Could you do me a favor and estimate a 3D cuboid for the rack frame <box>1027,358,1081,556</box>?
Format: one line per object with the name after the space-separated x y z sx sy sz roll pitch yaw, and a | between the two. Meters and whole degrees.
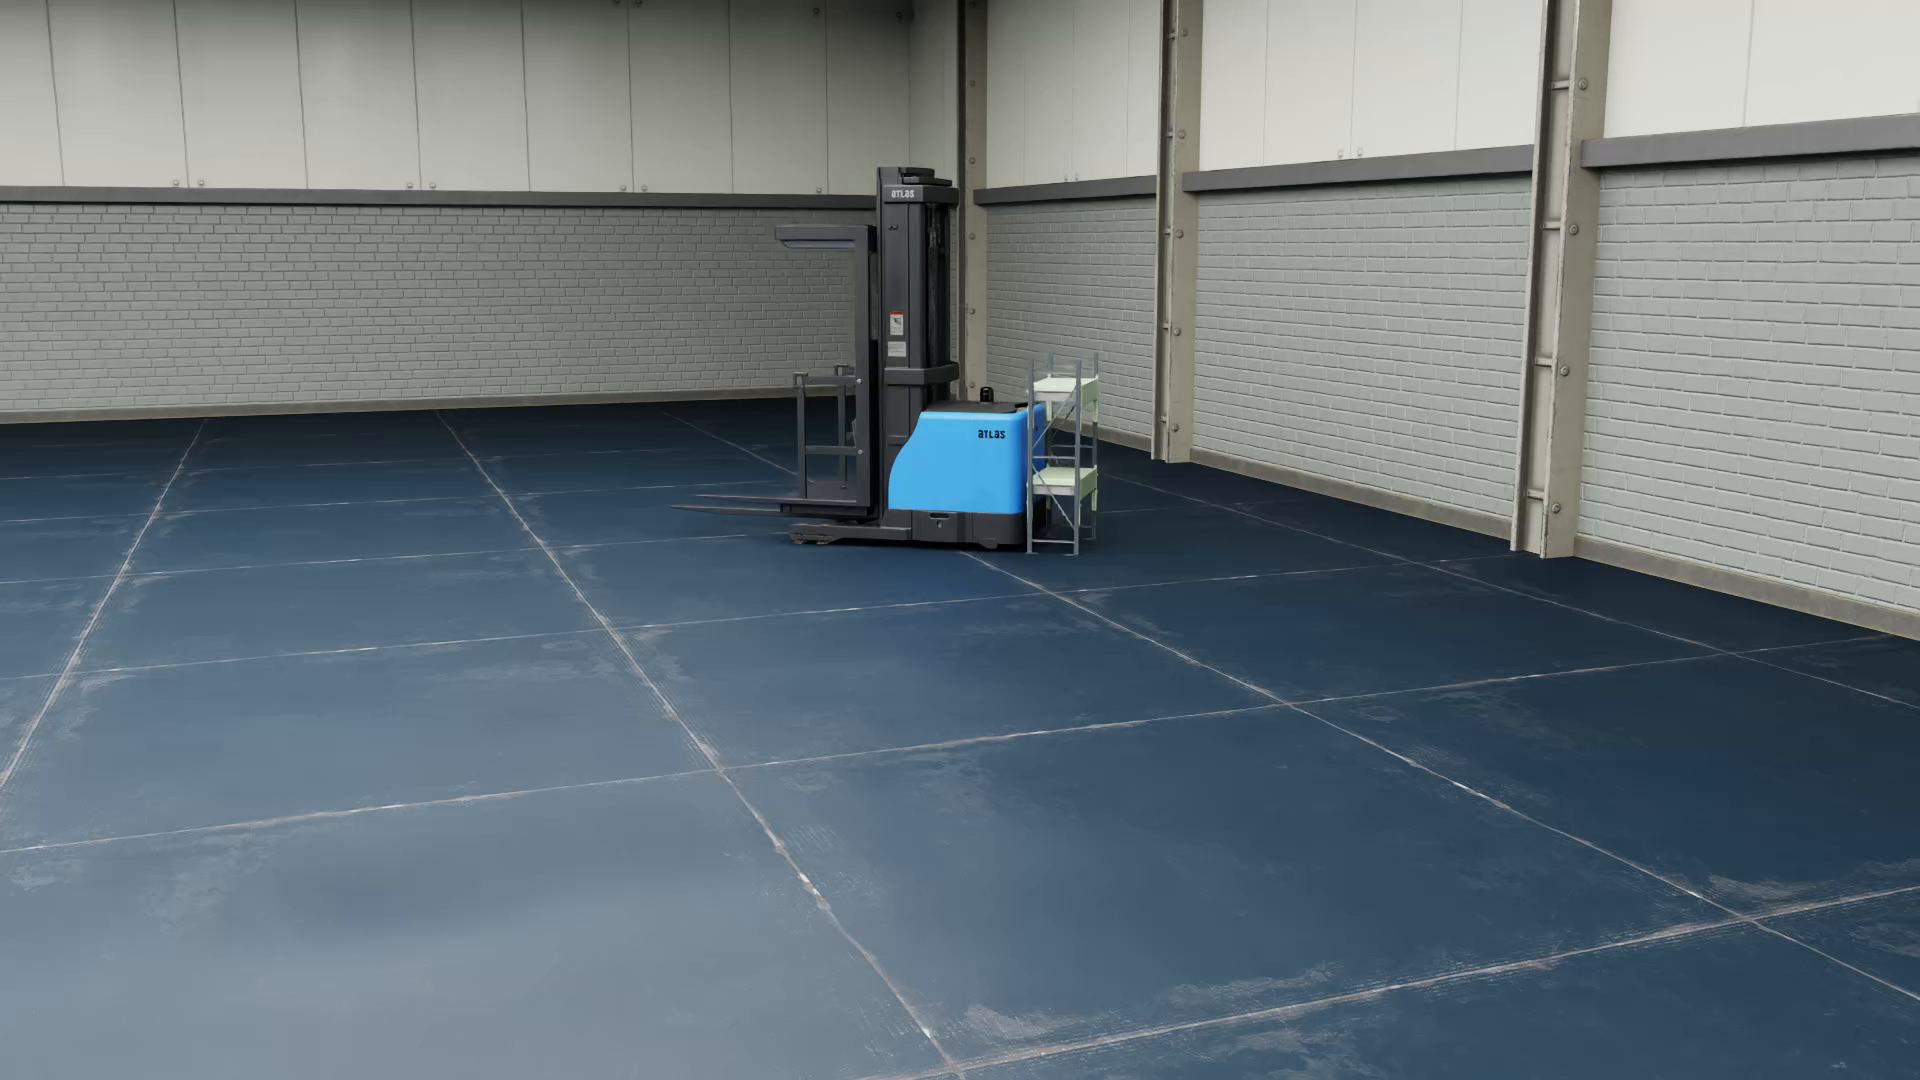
0.715 -0.626 12.656 0.400 1.500 0.023 3 10 15 | rack frame

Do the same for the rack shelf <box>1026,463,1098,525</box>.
0.809 -0.367 13.062 0.431 0.370 0.720 3 10 15 | rack shelf

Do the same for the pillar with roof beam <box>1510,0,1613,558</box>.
0.500 -4.060 10.551 9.100 9.000 0.400 -4 11 -21 | pillar with roof beam

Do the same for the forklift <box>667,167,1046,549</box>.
-0.866 -1.490 13.426 3.031 2.935 1.130 3 10 15 | forklift

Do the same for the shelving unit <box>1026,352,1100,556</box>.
0.809 -0.688 13.005 0.431 1.500 0.755 3 10 15 | shelving unit

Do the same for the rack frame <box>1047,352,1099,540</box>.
0.902 -0.750 13.353 0.400 1.500 0.023 3 10 15 | rack frame

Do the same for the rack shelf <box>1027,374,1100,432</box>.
0.809 -1.072 12.936 0.431 0.370 0.720 3 10 15 | rack shelf

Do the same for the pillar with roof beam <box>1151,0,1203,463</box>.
-1.674 -5.040 16.056 9.100 9.000 0.400 -4 11 -21 | pillar with roof beam

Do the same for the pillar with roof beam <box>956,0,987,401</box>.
-3.848 -6.019 21.562 9.100 9.000 0.400 -4 11 -21 | pillar with roof beam
